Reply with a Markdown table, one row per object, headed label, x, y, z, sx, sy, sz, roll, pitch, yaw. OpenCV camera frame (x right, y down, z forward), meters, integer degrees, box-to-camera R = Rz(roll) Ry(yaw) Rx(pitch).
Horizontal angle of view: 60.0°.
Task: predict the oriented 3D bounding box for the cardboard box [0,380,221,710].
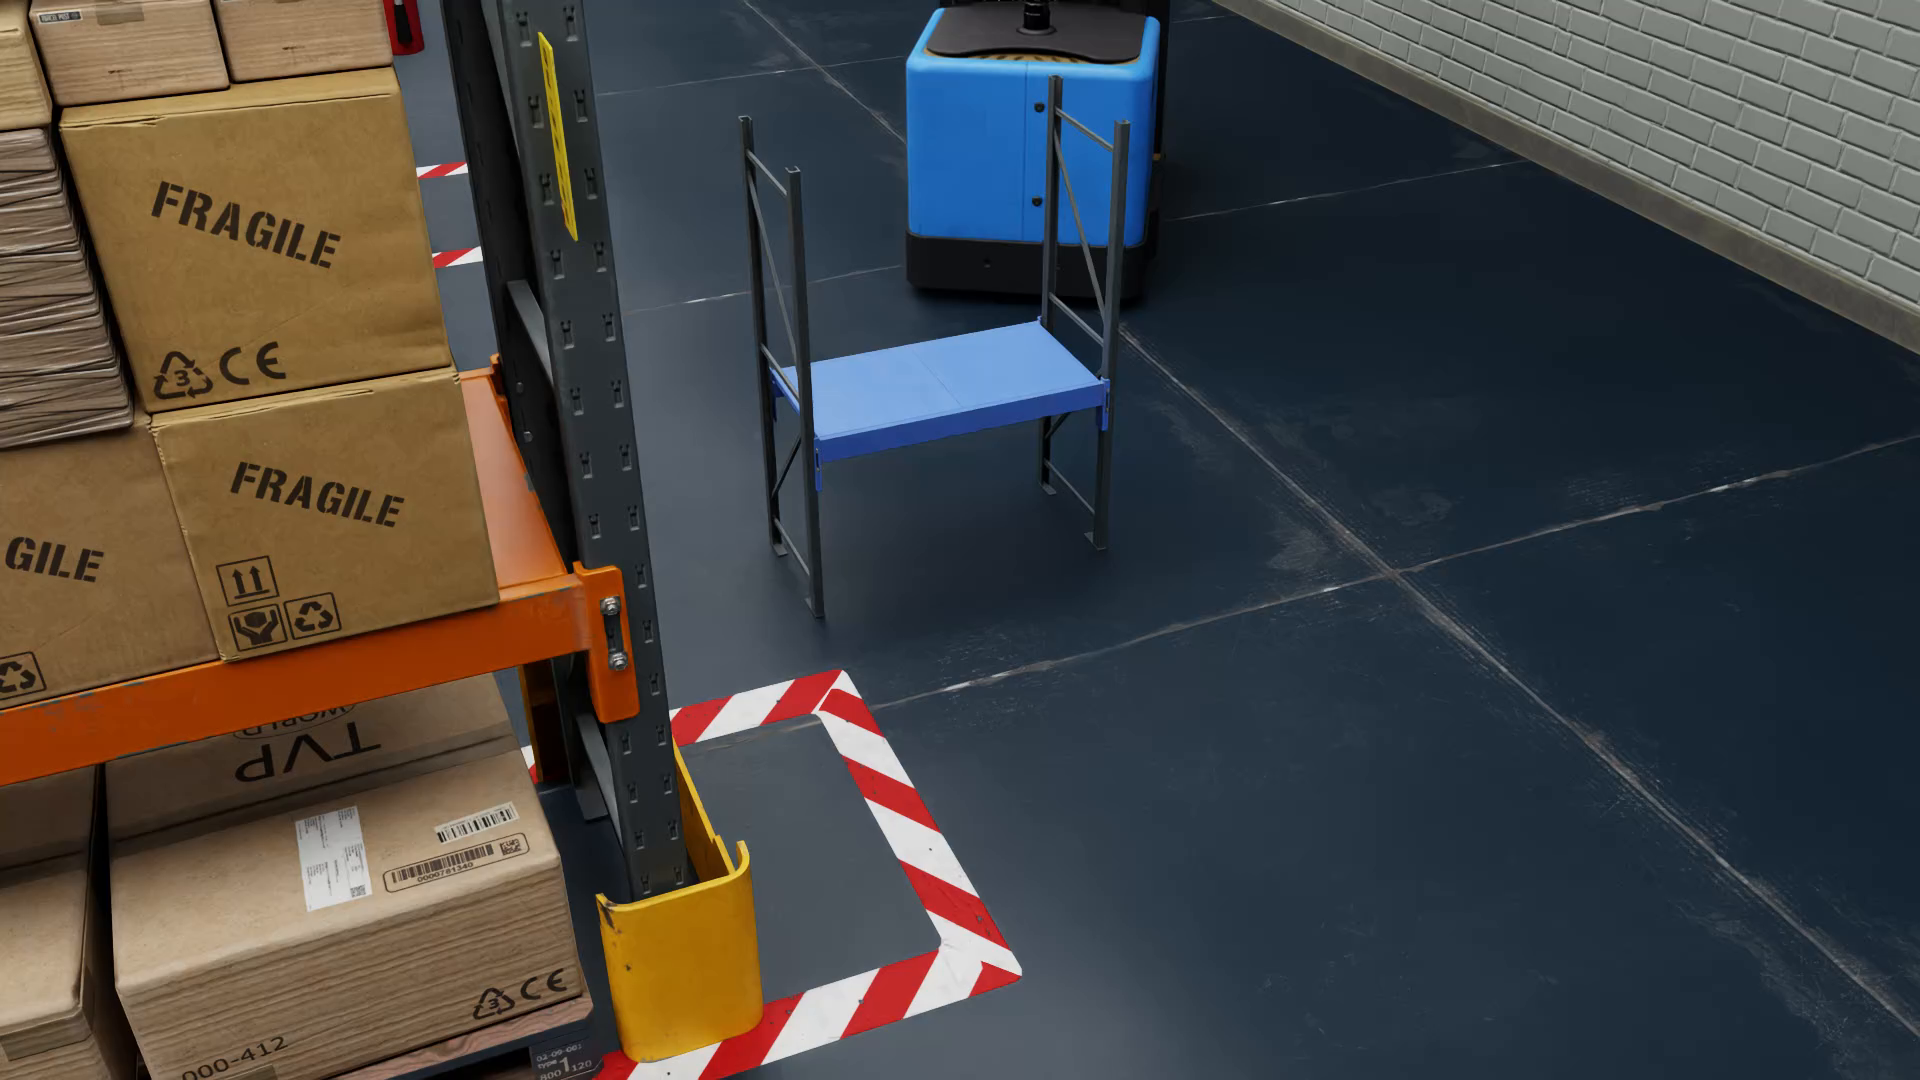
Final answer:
| label | x | y | z | sx | sy | sz | roll | pitch | yaw |
| --- | --- | --- | --- | --- | --- | --- | --- | --- | --- |
| cardboard box | -1.670 | -0.060 | 3.001 | 0.500 | 0.500 | 0.500 | -14 | 35 | -20 |

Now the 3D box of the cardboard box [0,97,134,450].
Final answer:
| label | x | y | z | sx | sy | sz | roll | pitch | yaw |
| --- | --- | --- | --- | --- | --- | --- | --- | --- | --- |
| cardboard box | -1.682 | -0.466 | 2.707 | 0.500 | 0.500 | 0.500 | -13 | 35 | -19 |

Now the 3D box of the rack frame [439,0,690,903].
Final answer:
| label | x | y | z | sx | sy | sz | roll | pitch | yaw |
| --- | --- | --- | --- | --- | --- | --- | --- | --- | --- |
| rack frame | -0.859 | -0.352 | 3.540 | 0.127 | 3.000 | 1.000 | -13 | 35 | -19 |

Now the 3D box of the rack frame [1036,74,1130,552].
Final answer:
| label | x | y | z | sx | sy | sz | roll | pitch | yaw |
| --- | --- | --- | --- | --- | --- | --- | --- | --- | --- |
| rack frame | 0.390 | -0.718 | 5.478 | 0.032 | 1.500 | 0.500 | -13 | 35 | -19 |

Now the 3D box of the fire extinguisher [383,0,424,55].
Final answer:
| label | x | y | z | sx | sy | sz | roll | pitch | yaw |
| --- | --- | --- | --- | --- | --- | --- | --- | --- | --- |
| fire extinguisher | -2.457 | -2.452 | 7.181 | 0.183 | 0.674 | 0.296 | -13 | 35 | -19 |

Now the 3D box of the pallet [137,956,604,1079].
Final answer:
| label | x | y | z | sx | sy | sz | roll | pitch | yaw |
| --- | --- | --- | --- | --- | --- | --- | --- | --- | --- |
| pallet | -1.566 | 1.025 | 3.981 | 1.213 | 0.211 | 1.003 | -13 | 35 | -19 |

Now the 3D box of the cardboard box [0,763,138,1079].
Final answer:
| label | x | y | z | sx | sy | sz | roll | pitch | yaw |
| --- | --- | --- | --- | --- | --- | --- | --- | --- | --- |
| cardboard box | -2.269 | 0.933 | 3.529 | 0.875 | 0.438 | 0.875 | -12 | 35 | -18 |

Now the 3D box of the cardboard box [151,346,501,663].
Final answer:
| label | x | y | z | sx | sy | sz | roll | pitch | yaw |
| --- | --- | --- | --- | --- | --- | --- | --- | --- | --- |
| cardboard box | -1.201 | -0.159 | 3.152 | 0.500 | 0.500 | 0.500 | -13 | 35 | -19 |

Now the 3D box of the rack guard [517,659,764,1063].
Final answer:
| label | x | y | z | sx | sy | sz | roll | pitch | yaw |
| --- | --- | --- | --- | --- | --- | --- | --- | --- | --- |
| rack guard | -0.837 | 0.691 | 4.230 | 0.348 | 0.500 | 1.175 | -13 | 35 | -19 |

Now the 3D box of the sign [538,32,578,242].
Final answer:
| label | x | y | z | sx | sy | sz | roll | pitch | yaw |
| --- | --- | --- | --- | --- | --- | --- | --- | --- | --- |
| sign | -0.661 | -0.660 | 2.736 | 0.005 | 0.325 | 0.100 | -13 | 35 | -19 |

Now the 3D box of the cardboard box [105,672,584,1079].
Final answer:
| label | x | y | z | sx | sy | sz | roll | pitch | yaw |
| --- | --- | --- | --- | --- | --- | --- | --- | --- | --- |
| cardboard box | -1.428 | 0.736 | 3.833 | 0.875 | 0.438 | 0.875 | -14 | 36 | -21 |

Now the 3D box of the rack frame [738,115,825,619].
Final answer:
| label | x | y | z | sx | sy | sz | roll | pitch | yaw |
| --- | --- | --- | --- | --- | --- | --- | --- | --- | --- |
| rack frame | -0.547 | -0.503 | 5.148 | 0.032 | 1.500 | 0.500 | -13 | 35 | -19 |

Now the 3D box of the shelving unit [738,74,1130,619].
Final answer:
| label | x | y | z | sx | sy | sz | roll | pitch | yaw |
| --- | --- | --- | --- | --- | --- | --- | --- | --- | --- |
| shelving unit | -0.079 | -0.611 | 5.313 | 1.048 | 1.500 | 0.538 | -13 | 35 | -19 |

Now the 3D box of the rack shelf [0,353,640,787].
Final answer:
| label | x | y | z | sx | sy | sz | roll | pitch | yaw |
| --- | --- | --- | --- | --- | --- | --- | --- | --- | --- |
| rack shelf | -2.703 | 0.372 | 3.087 | 4.000 | 0.370 | 1.077 | -13 | 35 | -19 |

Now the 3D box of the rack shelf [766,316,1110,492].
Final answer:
| label | x | y | z | sx | sy | sz | roll | pitch | yaw |
| --- | --- | --- | --- | --- | --- | --- | --- | --- | --- |
| rack shelf | -0.079 | -0.460 | 5.411 | 1.000 | 0.185 | 0.538 | -13 | 35 | -19 |

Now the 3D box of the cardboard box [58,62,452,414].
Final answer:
| label | x | y | z | sx | sy | sz | roll | pitch | yaw |
| --- | --- | --- | --- | --- | --- | --- | --- | --- | --- |
| cardboard box | -1.211 | -0.591 | 2.900 | 0.500 | 0.500 | 0.500 | -12 | 35 | -17 |

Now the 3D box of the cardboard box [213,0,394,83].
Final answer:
| label | x | y | z | sx | sy | sz | roll | pitch | yaw |
| --- | --- | --- | --- | --- | --- | --- | --- | --- | --- |
| cardboard box | -1.112 | -0.908 | 2.792 | 0.250 | 0.149 | 0.380 | -12 | 35 | -18 |

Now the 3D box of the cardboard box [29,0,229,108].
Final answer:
| label | x | y | z | sx | sy | sz | roll | pitch | yaw |
| --- | --- | --- | --- | --- | --- | --- | --- | --- | --- |
| cardboard box | -1.337 | -0.842 | 2.691 | 0.250 | 0.149 | 0.380 | -12 | 35 | -18 |

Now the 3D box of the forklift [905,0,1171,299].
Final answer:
| label | x | y | z | sx | sy | sz | roll | pitch | yaw |
| --- | --- | --- | --- | --- | --- | --- | --- | --- | --- |
| forklift | 0.481 | -3.063 | 7.769 | 1.130 | 2.935 | 3.031 | 4 | 33 | 7 |

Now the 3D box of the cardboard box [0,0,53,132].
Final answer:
| label | x | y | z | sx | sy | sz | roll | pitch | yaw |
| --- | --- | --- | --- | --- | --- | --- | --- | --- | --- |
| cardboard box | -1.542 | -0.746 | 2.542 | 0.250 | 0.149 | 0.380 | -13 | 35 | -19 |
